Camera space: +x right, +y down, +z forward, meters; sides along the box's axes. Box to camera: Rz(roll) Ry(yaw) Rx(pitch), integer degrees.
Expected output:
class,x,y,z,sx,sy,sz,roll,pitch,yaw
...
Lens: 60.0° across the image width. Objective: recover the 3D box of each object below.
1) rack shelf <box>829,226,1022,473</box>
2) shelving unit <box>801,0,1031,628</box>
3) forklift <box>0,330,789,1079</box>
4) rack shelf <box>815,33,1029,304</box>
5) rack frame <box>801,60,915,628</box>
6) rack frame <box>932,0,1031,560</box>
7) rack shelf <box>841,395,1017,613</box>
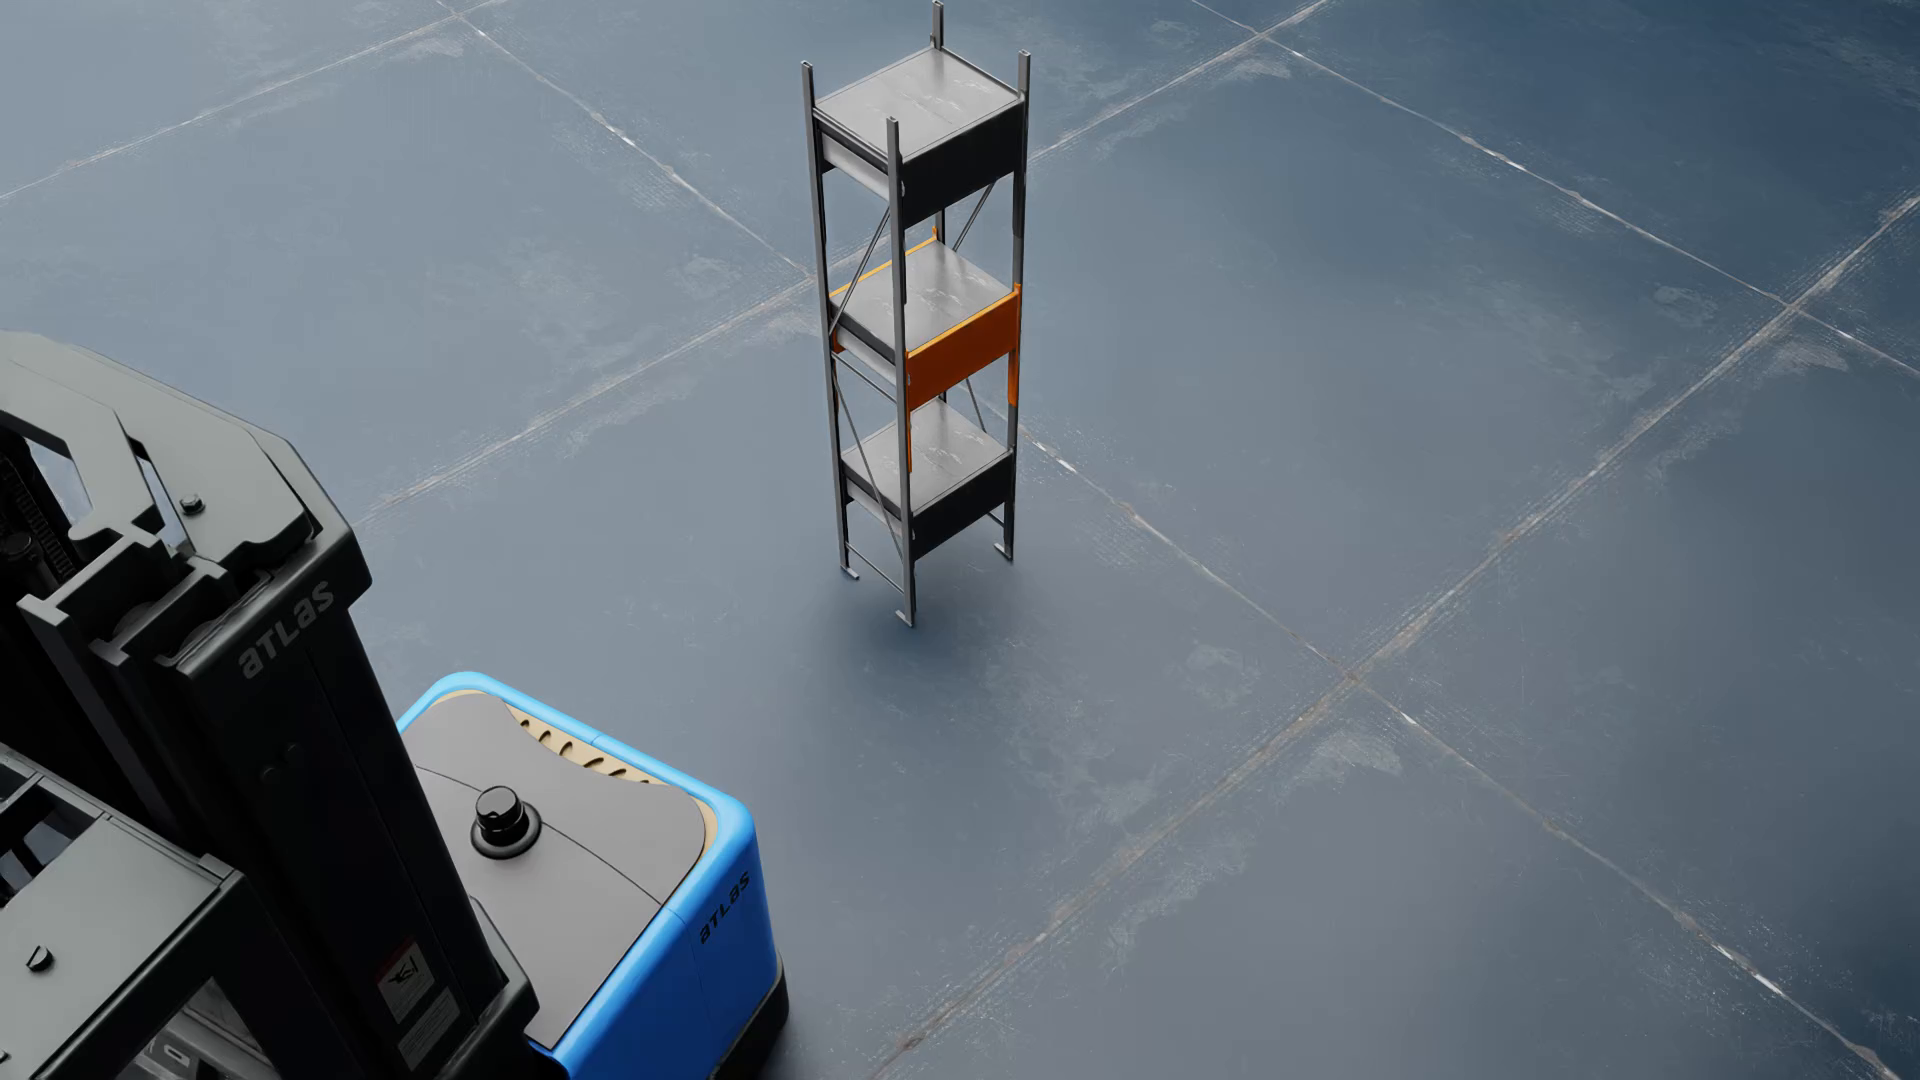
class,x,y,z,sx,sy,sz,roll,pitch,yaw
rack shelf,-0.122,-0.621,5.413,0.480,0.518,0.431,-34,56,-27
shelving unit,-0.122,-0.630,5.403,0.503,2.100,0.431,-34,56,-27
forklift,-1.661,1.184,3.163,1.130,2.935,3.031,22,51,19
rack shelf,-0.122,-1.096,4.898,0.480,0.518,0.431,-34,56,-27
rack frame,-0.303,-0.510,5.291,0.015,2.100,0.400,-34,56,-27
rack frame,0.058,-0.751,5.514,0.015,2.100,0.400,-34,56,-27
rack shelf,-0.122,-0.146,5.927,0.480,0.518,0.431,-34,56,-27
